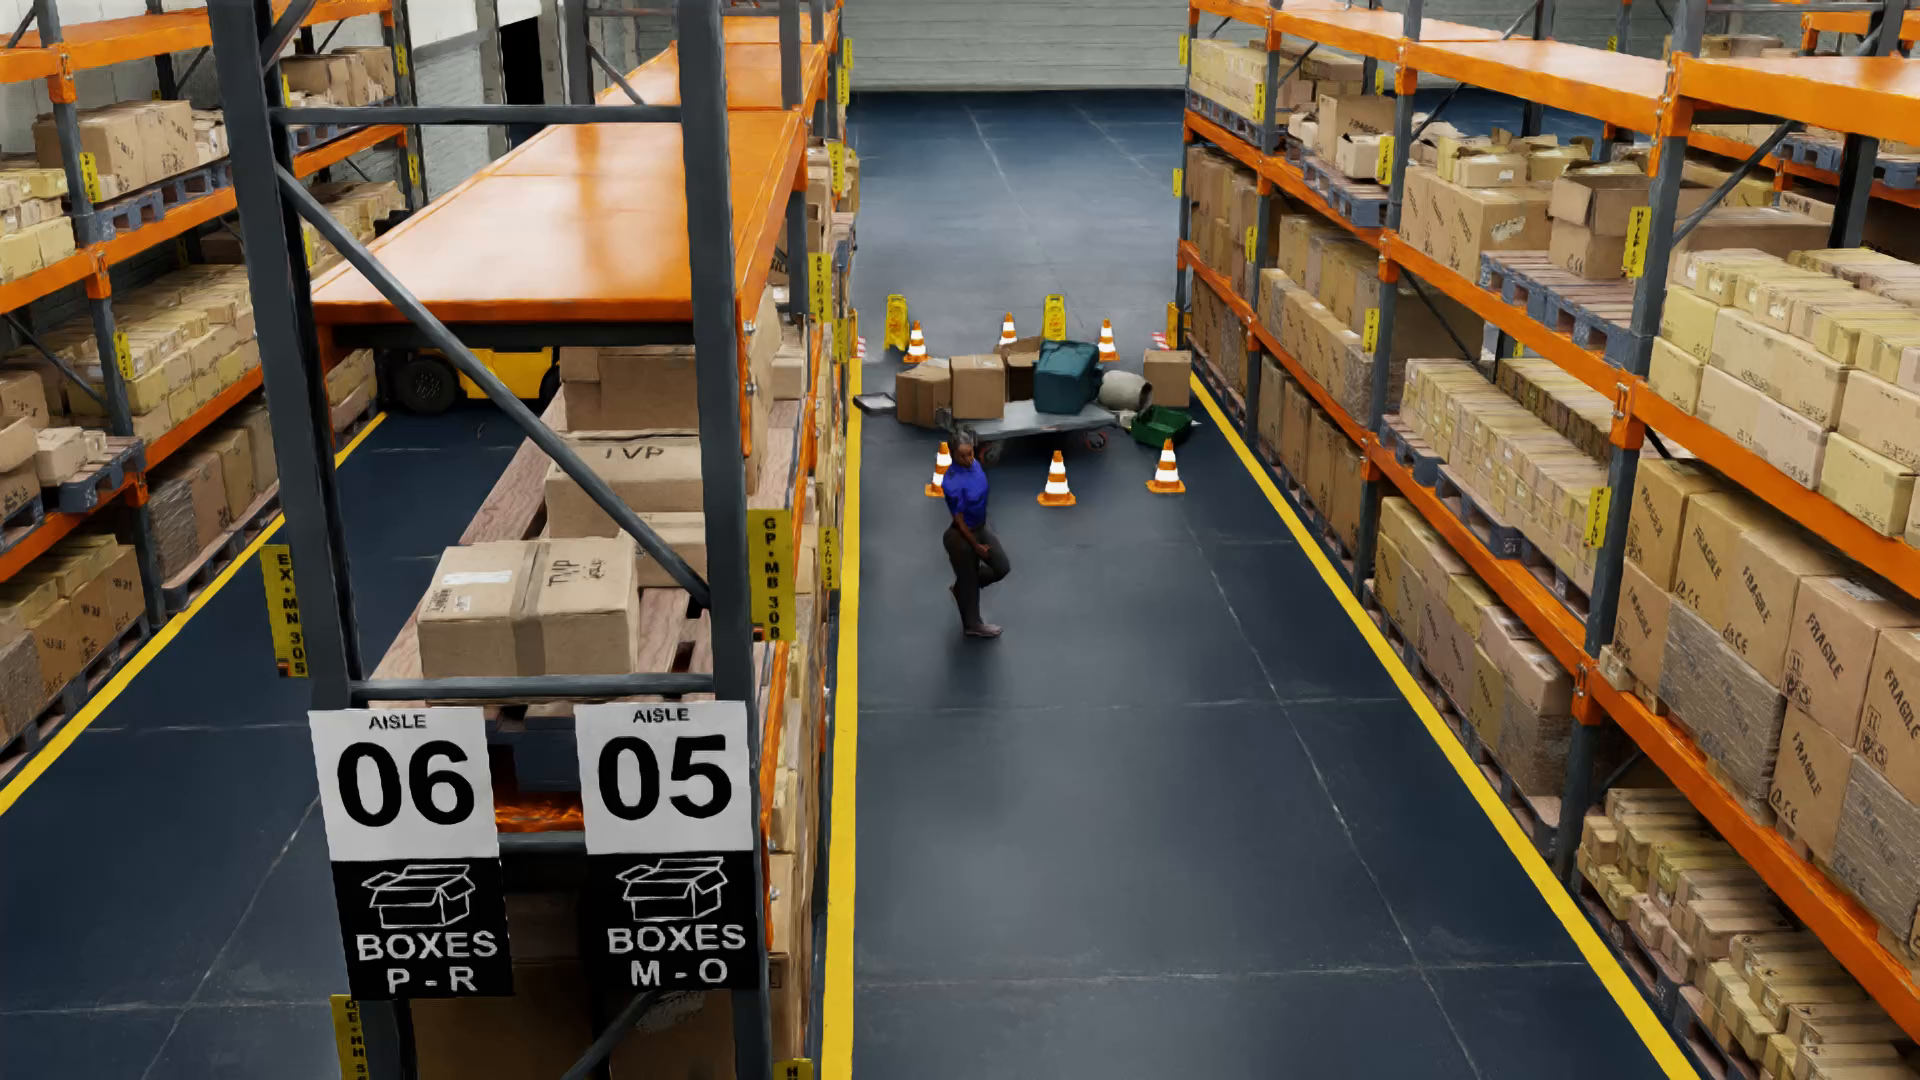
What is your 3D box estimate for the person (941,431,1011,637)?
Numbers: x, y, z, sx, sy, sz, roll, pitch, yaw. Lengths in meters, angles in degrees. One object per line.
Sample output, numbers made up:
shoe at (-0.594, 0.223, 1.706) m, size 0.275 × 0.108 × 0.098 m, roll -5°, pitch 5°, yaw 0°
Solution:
person at (0.049, -0.041, 11.701) m, size 0.494 × 1.611 × 0.629 m, roll 11°, pitch 23°, yaw 27°
